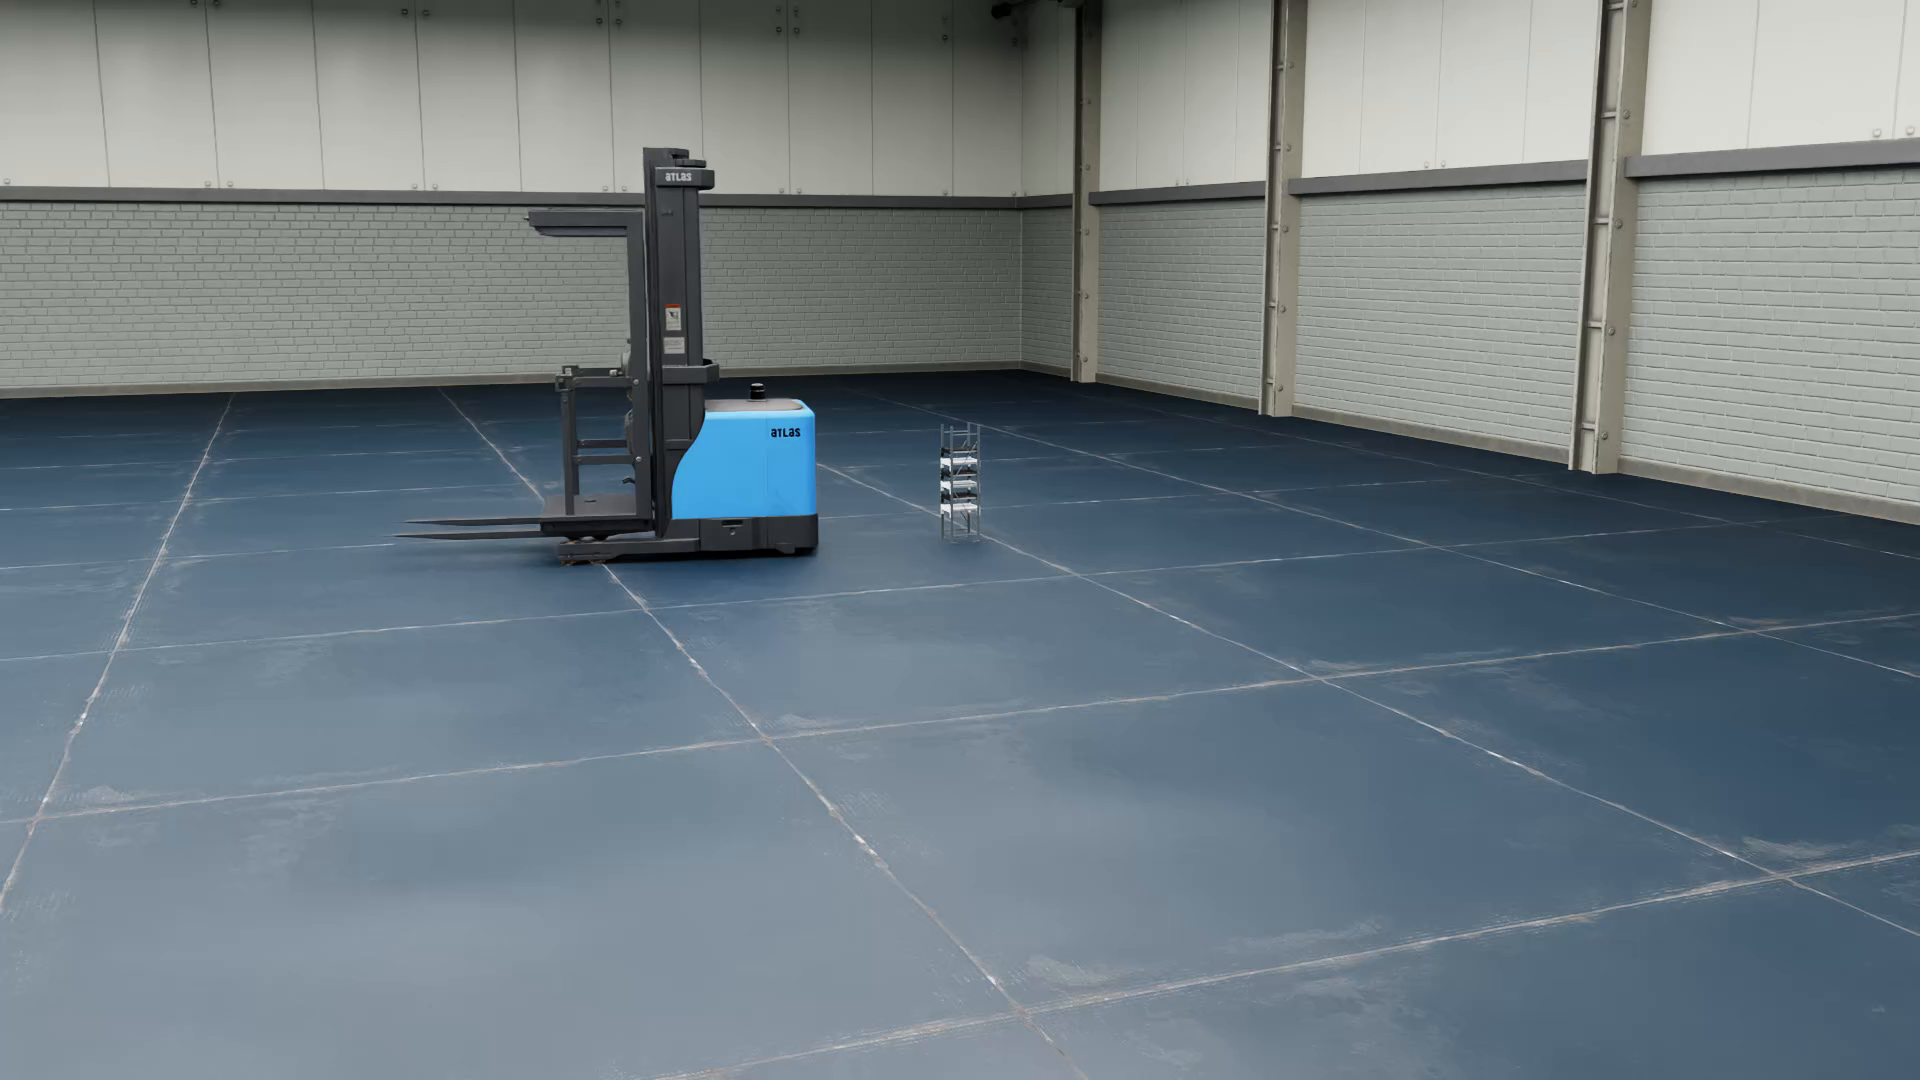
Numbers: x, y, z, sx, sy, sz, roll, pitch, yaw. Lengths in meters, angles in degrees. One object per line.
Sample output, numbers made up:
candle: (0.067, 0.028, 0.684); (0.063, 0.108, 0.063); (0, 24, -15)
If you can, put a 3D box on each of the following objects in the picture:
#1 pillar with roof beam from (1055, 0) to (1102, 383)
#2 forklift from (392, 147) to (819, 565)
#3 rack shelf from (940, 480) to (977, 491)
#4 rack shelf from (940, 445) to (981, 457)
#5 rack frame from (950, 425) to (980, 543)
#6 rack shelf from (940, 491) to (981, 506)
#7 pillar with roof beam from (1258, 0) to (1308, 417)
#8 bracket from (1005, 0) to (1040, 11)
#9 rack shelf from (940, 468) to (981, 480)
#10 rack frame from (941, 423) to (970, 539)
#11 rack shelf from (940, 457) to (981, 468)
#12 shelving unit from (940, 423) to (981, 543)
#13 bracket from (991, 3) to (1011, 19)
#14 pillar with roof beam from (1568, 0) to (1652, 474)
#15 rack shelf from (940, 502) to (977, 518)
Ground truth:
pillar with roof beam: (-1.938, -6.816, 25.544); (9.100, 9.000, 0.548); (-4, 11, -21)
forklift: (-2.615, -1.362, 12.209); (3.031, 2.935, 1.130); (-2, 10, -10)
rack shelf: (0.003, -0.409, 12.840); (0.258, 0.077, 0.200); (-4, 11, -21)
rack shelf: (0.003, -0.675, 12.792); (0.258, 0.077, 0.200); (-4, 11, -21)
rack frame: (0.040, -0.425, 12.741); (0.240, 0.900, 0.006); (-4, 11, -21)
rack shelf: (0.003, -0.320, 12.855); (0.258, 0.077, 0.200); (-4, 11, -21)
pillar with roof beam: (0.236, -5.837, 20.038); (9.100, 9.000, 0.400); (-4, 11, -21)
bracket: (0.948, -9.197, 28.652); (0.076, 0.066, 3.189); (-4, 11, -21)
rack shelf: (0.003, -0.498, 12.824); (0.258, 0.077, 0.200); (-4, 11, -21)
rack frame: (-0.034, -0.458, 12.927); (0.240, 0.900, 0.006); (-4, 11, -21)
rack shelf: (0.003, -0.586, 12.808); (0.258, 0.077, 0.200); (-4, 11, -21)
shelving unit: (0.003, -0.442, 12.834); (0.258, 0.900, 0.210); (-4, 11, -21)
bracket: (0.734, -9.294, 29.194); (0.235, 0.232, 0.430); (-4, 11, -21)
pillar with roof beam: (2.410, -4.857, 14.533); (9.100, 9.000, 0.400); (-4, 11, -21)
rack shelf: (0.003, -0.232, 12.871); (0.258, 0.077, 0.200); (-4, 11, -21)
